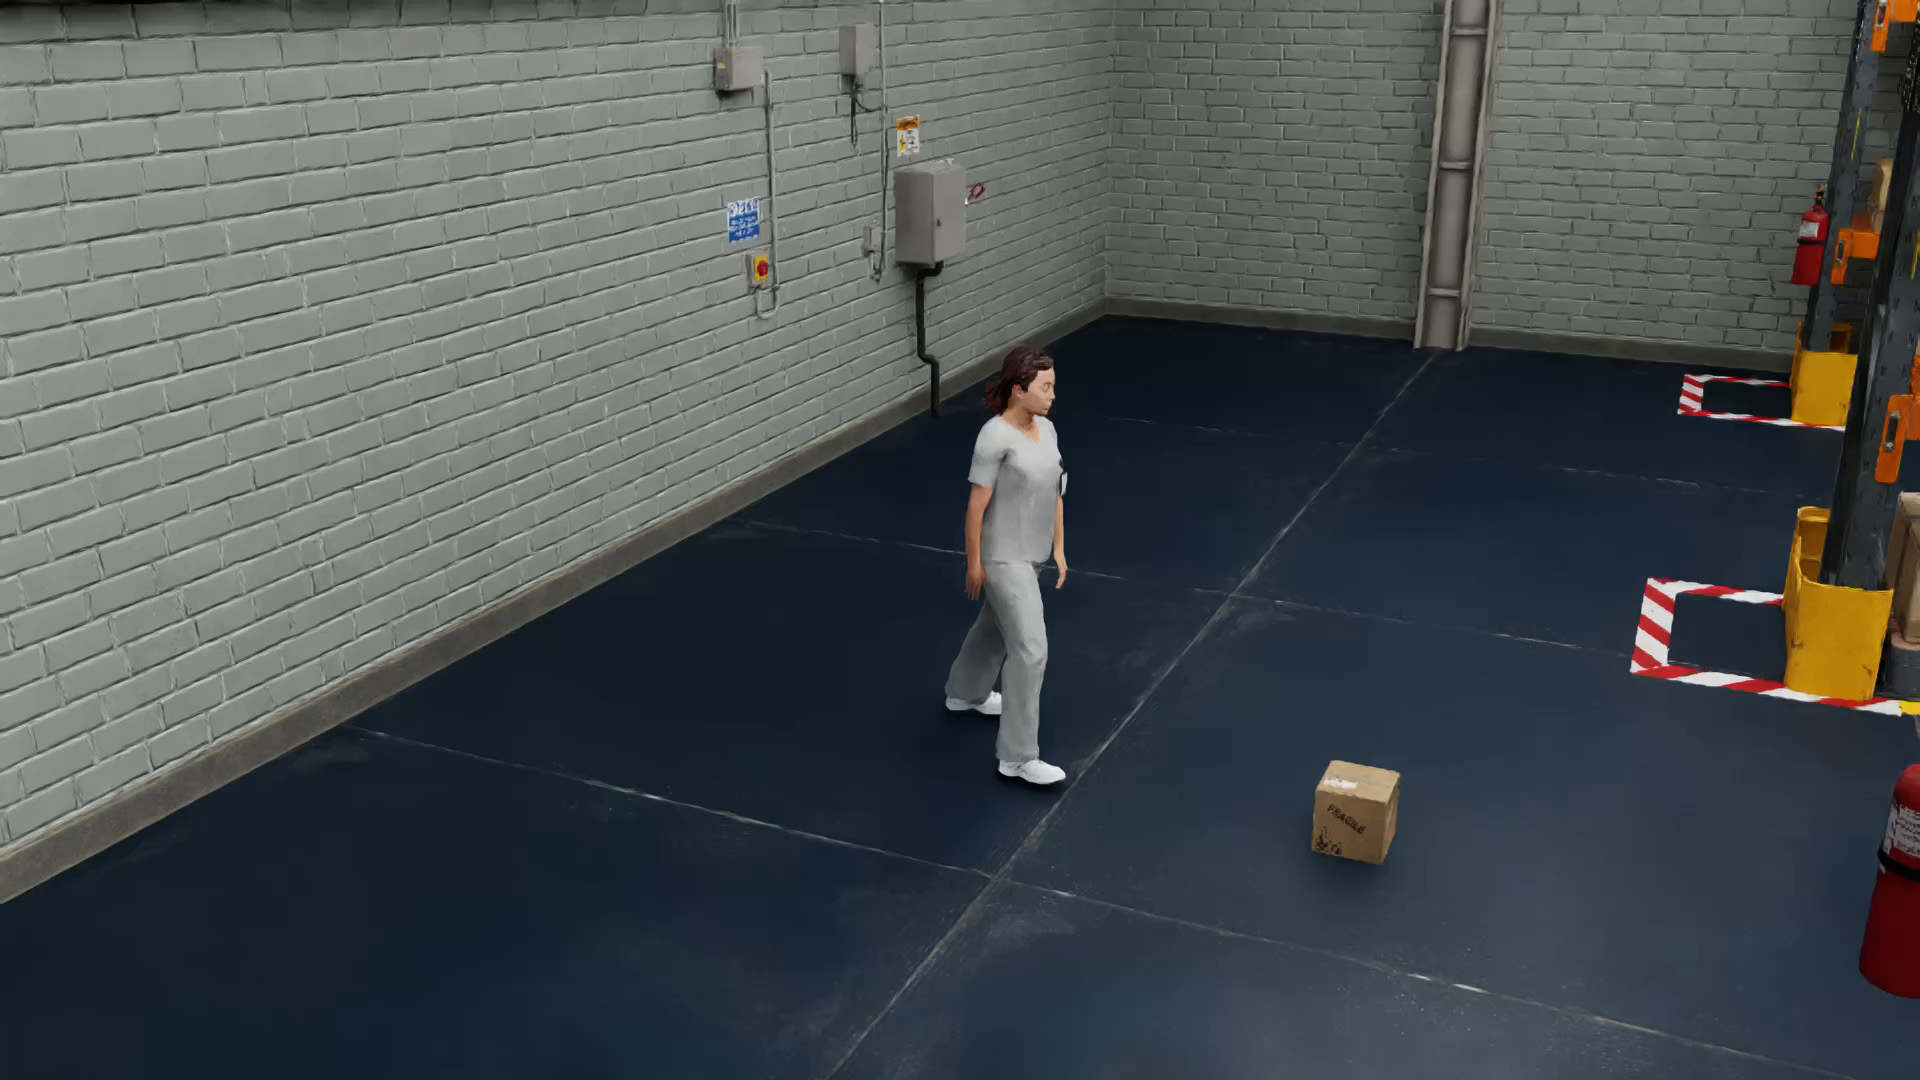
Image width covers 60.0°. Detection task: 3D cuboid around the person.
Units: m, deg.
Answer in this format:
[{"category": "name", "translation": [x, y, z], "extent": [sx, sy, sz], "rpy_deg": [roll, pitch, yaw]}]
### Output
[{"category": "person", "translation": [0.191, 0.057, 6.447], "extent": [0.788, 1.629, 0.534], "rpy_deg": [12, 23, 32]}]
